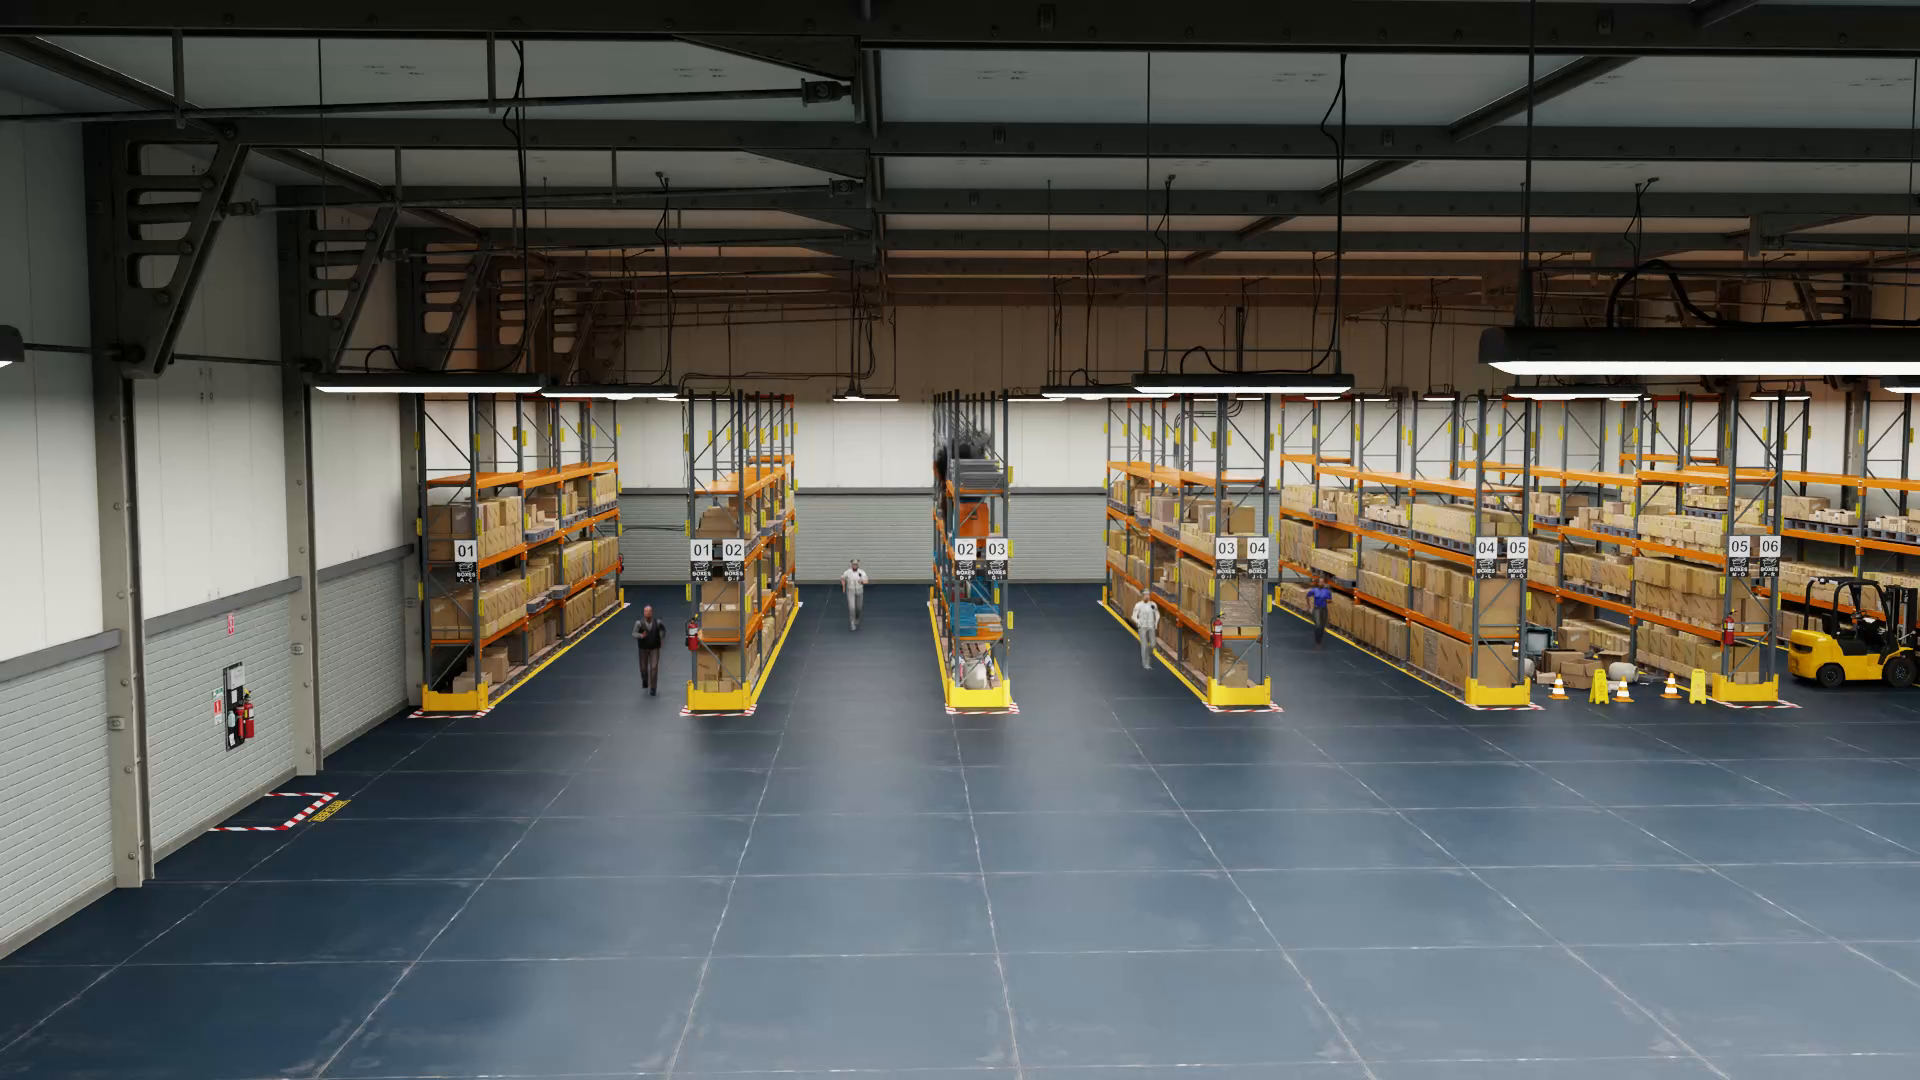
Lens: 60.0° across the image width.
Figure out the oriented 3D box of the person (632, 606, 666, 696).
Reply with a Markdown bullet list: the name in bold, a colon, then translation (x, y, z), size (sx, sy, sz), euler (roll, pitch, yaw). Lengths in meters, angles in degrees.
- **person**: translation (-6.143, 2.164, 32.865), size (0.657, 1.704, 0.971), euler (-1, 5, -10)

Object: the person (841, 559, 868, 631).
- **person**: translation (-2.672, 1.361, 42.362), size (0.658, 1.782, 0.976), euler (-1, 5, -11)

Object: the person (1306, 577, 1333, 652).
- **person**: translation (8.414, 1.727, 38.884), size (0.549, 1.716, 0.762), euler (0, 5, -6)

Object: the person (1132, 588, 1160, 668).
- **person**: translation (3.846, 1.815, 34.177), size (0.592, 1.666, 0.481), euler (0, 5, -6)

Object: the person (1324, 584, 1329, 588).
- **person**: translation (10.785, 0.948, 48.443), size (0.733, 1.742, 0.678), euler (-3, 5, -32)
